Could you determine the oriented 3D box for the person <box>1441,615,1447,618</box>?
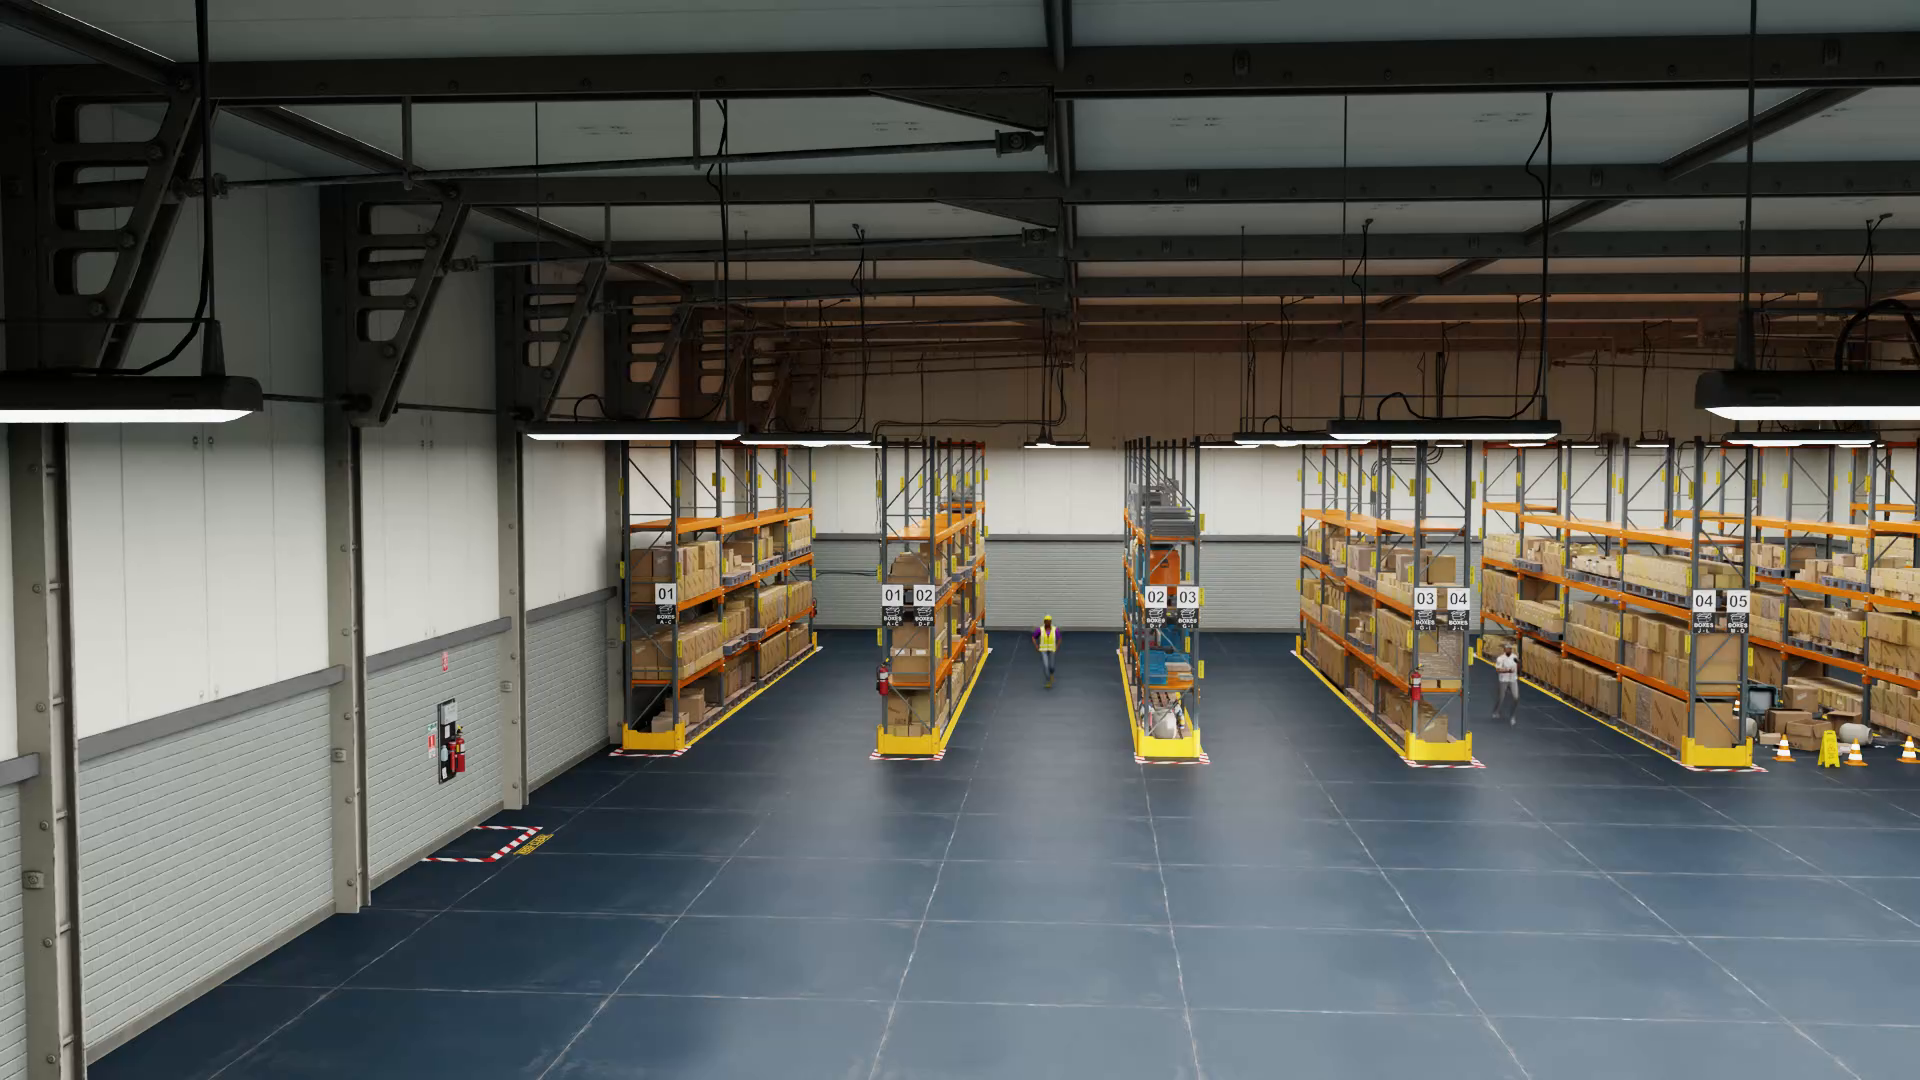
[{"bbox_3d":[13.064,2.452,44.689,0.731,1.840,0.986,1,3,16],"label":"person"}]

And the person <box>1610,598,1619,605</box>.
[{"bbox_3d":[18.713,2.356,47.381,0.827,1.662,0.575,0,3,7],"label":"person"}]

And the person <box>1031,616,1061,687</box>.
[{"bbox_3d":[2.113,2.701,40.441,0.731,1.733,0.677,0,3,-4],"label":"person"}]

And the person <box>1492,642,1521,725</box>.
[{"bbox_3d":[11.564,3.005,35.100,0.584,1.738,0.881,0,3,0],"label":"person"}]
